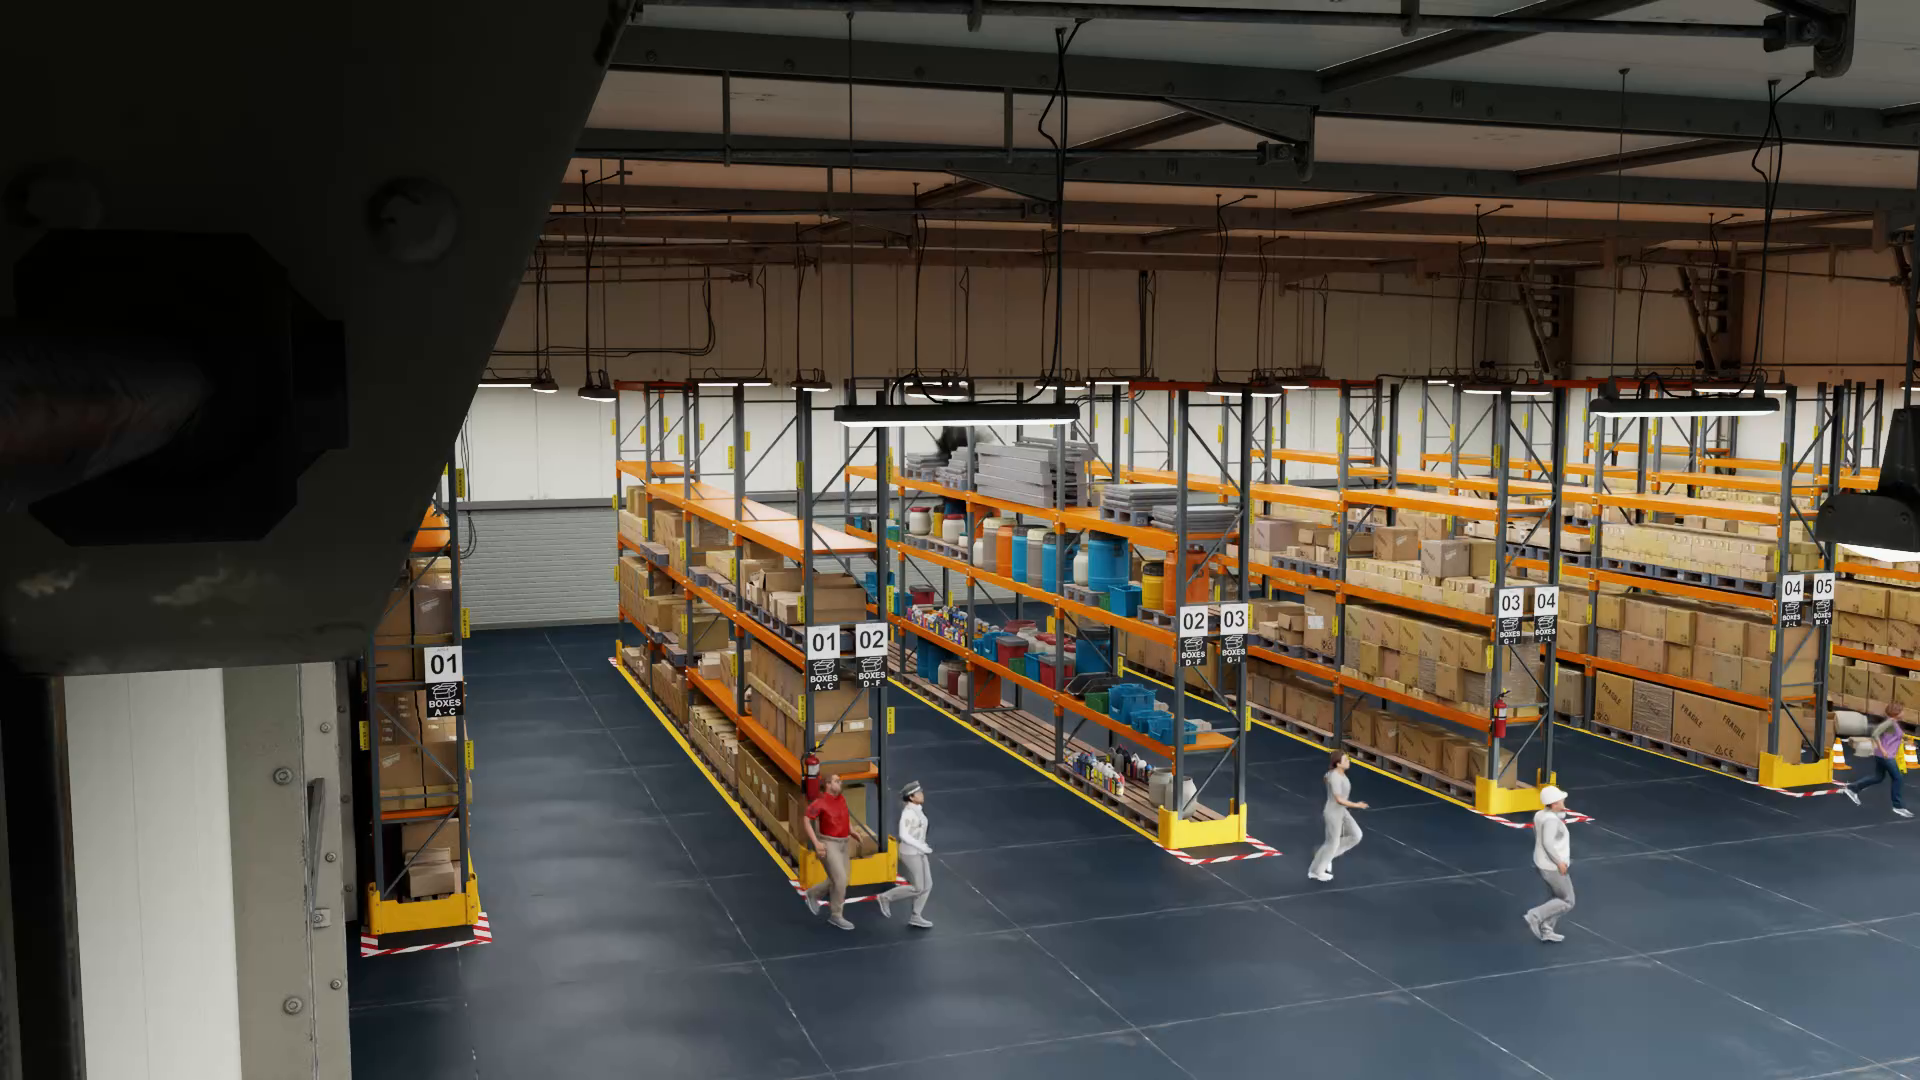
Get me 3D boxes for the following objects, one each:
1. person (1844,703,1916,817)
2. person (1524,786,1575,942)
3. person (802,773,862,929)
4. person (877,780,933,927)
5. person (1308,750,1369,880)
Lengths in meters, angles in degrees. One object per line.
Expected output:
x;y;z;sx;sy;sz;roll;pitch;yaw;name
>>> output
12.996;3.064;23.445;0.878;1.595;0.509;3;7;29;person
6.453;3.550;18.210;0.533;1.735;0.656;1;6;7;person
-1.445;3.511;18.929;0.710;1.700;0.714;3;7;29;person
-0.599;3.532;18.825;0.635;1.648;0.630;1;6;9;person
4.650;3.364;20.382;0.711;1.622;0.592;2;6;21;person
